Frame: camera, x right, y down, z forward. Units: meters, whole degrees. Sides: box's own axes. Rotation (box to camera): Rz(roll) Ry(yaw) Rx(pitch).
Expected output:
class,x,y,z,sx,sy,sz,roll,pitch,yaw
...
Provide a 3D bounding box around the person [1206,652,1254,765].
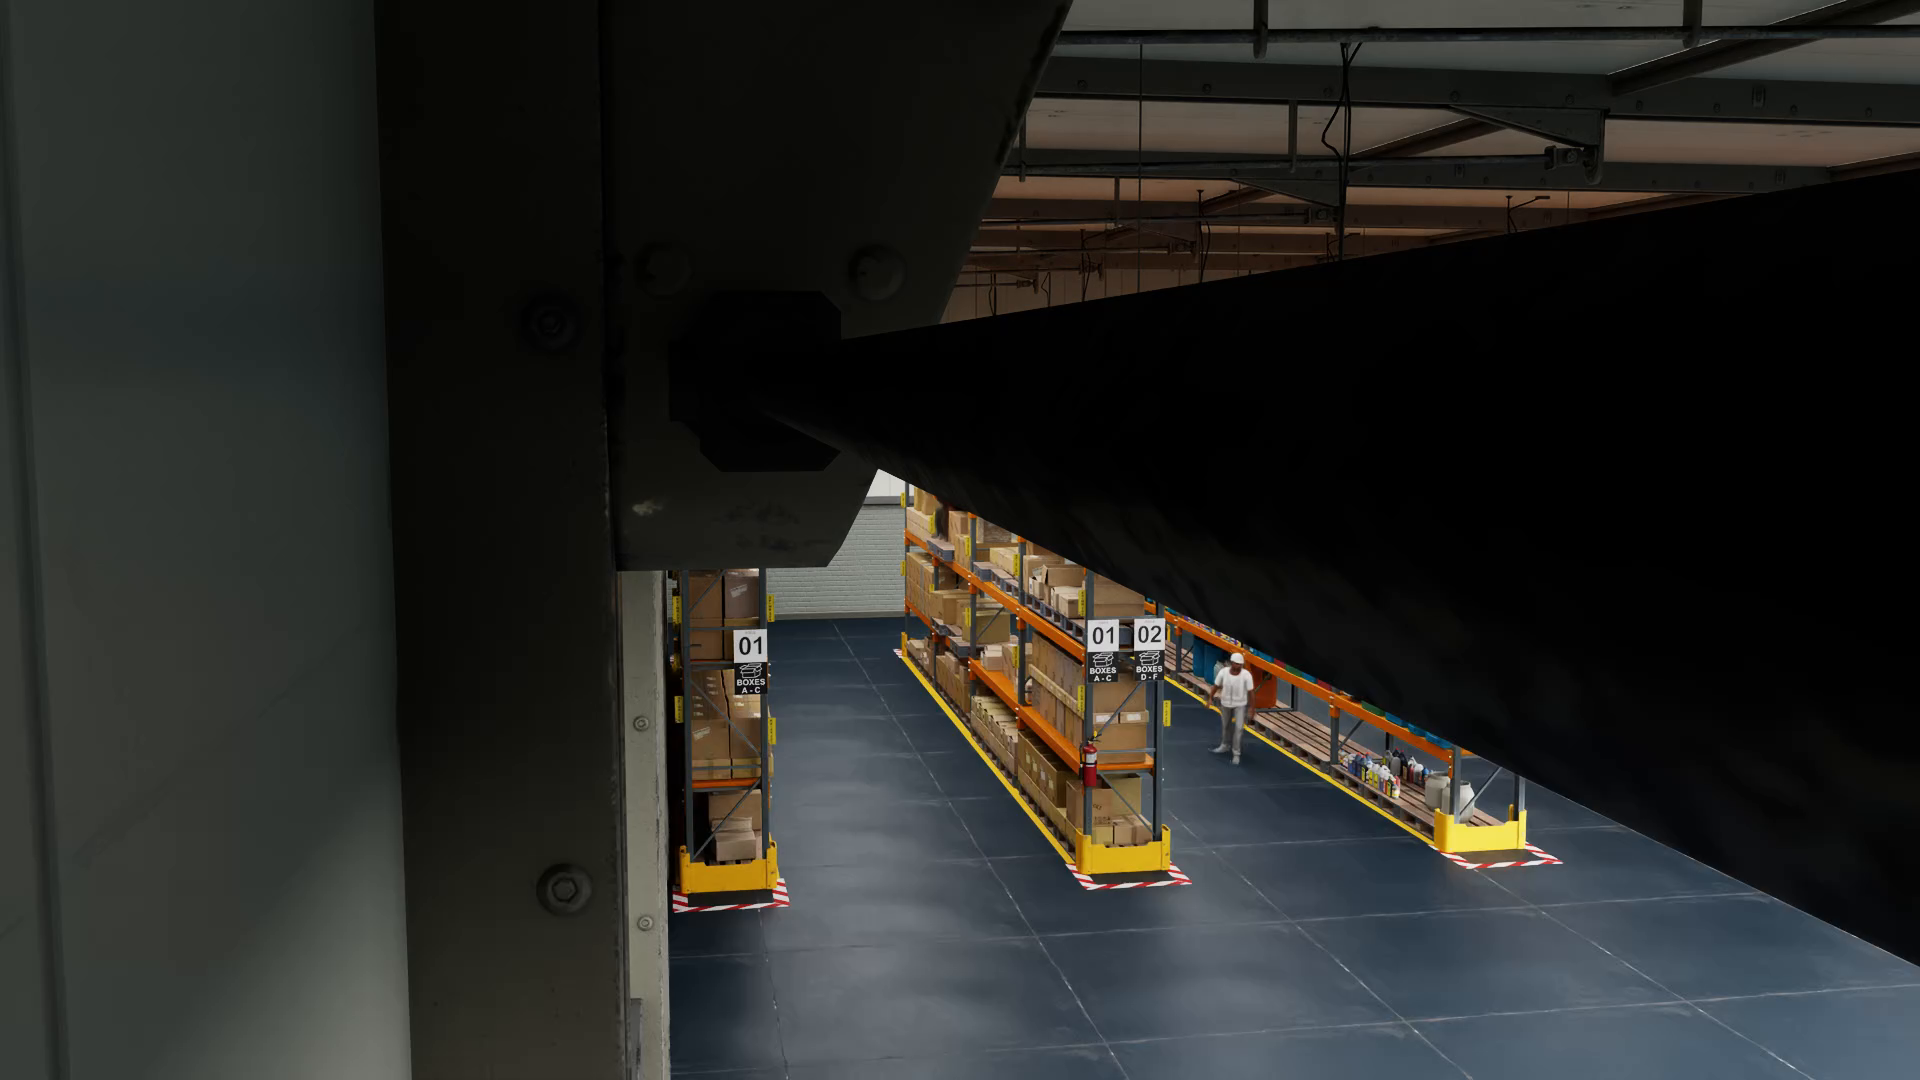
class,x,y,z,sx,sy,sz,roll,pitch,yaw
person,4.381,2.678,26.920,0.760,1.761,0.767,3,7,25
